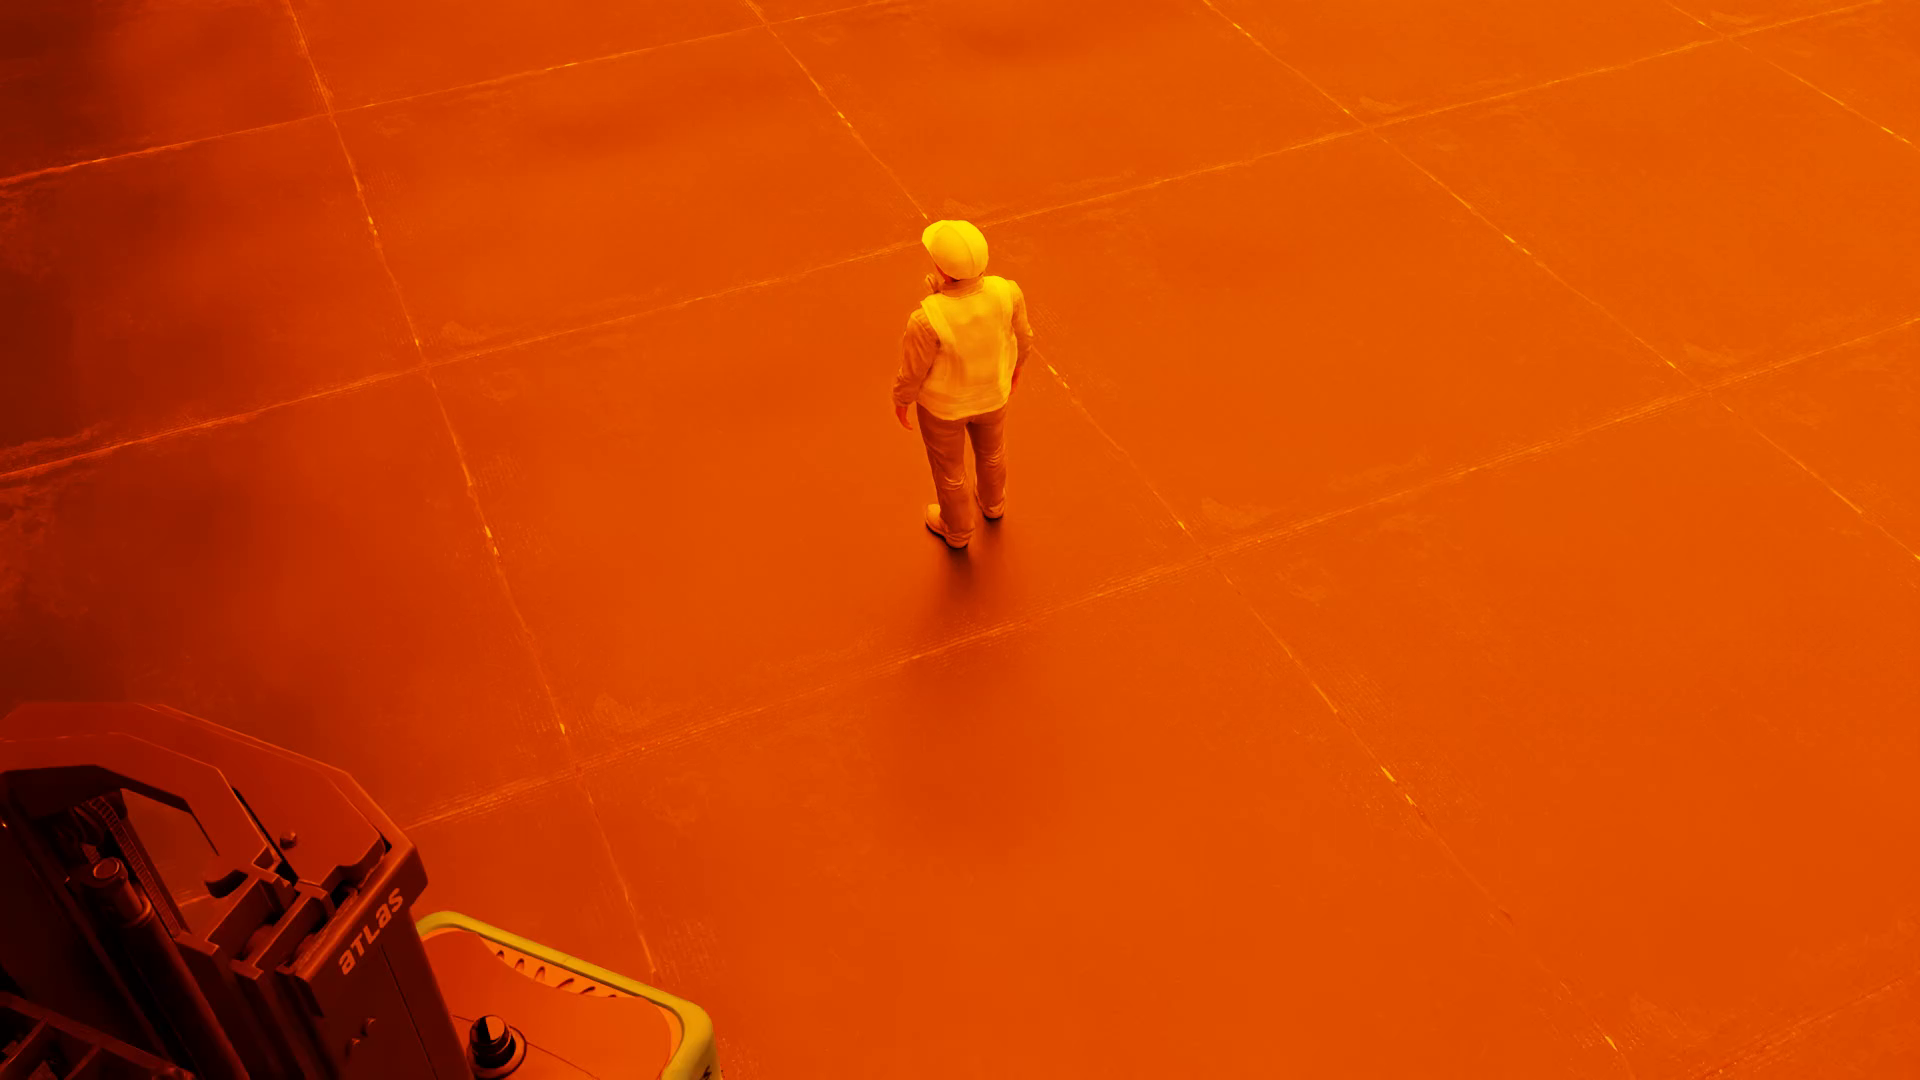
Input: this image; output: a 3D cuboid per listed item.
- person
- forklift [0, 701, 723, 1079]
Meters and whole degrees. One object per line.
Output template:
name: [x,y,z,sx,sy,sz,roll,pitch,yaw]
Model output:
person: [-0.018,-0.694,7.262,0.632,1.773,0.568,-18,46,-18]
forklift: [-1.728,1.881,3.665,1.130,2.935,3.031,16,45,16]
